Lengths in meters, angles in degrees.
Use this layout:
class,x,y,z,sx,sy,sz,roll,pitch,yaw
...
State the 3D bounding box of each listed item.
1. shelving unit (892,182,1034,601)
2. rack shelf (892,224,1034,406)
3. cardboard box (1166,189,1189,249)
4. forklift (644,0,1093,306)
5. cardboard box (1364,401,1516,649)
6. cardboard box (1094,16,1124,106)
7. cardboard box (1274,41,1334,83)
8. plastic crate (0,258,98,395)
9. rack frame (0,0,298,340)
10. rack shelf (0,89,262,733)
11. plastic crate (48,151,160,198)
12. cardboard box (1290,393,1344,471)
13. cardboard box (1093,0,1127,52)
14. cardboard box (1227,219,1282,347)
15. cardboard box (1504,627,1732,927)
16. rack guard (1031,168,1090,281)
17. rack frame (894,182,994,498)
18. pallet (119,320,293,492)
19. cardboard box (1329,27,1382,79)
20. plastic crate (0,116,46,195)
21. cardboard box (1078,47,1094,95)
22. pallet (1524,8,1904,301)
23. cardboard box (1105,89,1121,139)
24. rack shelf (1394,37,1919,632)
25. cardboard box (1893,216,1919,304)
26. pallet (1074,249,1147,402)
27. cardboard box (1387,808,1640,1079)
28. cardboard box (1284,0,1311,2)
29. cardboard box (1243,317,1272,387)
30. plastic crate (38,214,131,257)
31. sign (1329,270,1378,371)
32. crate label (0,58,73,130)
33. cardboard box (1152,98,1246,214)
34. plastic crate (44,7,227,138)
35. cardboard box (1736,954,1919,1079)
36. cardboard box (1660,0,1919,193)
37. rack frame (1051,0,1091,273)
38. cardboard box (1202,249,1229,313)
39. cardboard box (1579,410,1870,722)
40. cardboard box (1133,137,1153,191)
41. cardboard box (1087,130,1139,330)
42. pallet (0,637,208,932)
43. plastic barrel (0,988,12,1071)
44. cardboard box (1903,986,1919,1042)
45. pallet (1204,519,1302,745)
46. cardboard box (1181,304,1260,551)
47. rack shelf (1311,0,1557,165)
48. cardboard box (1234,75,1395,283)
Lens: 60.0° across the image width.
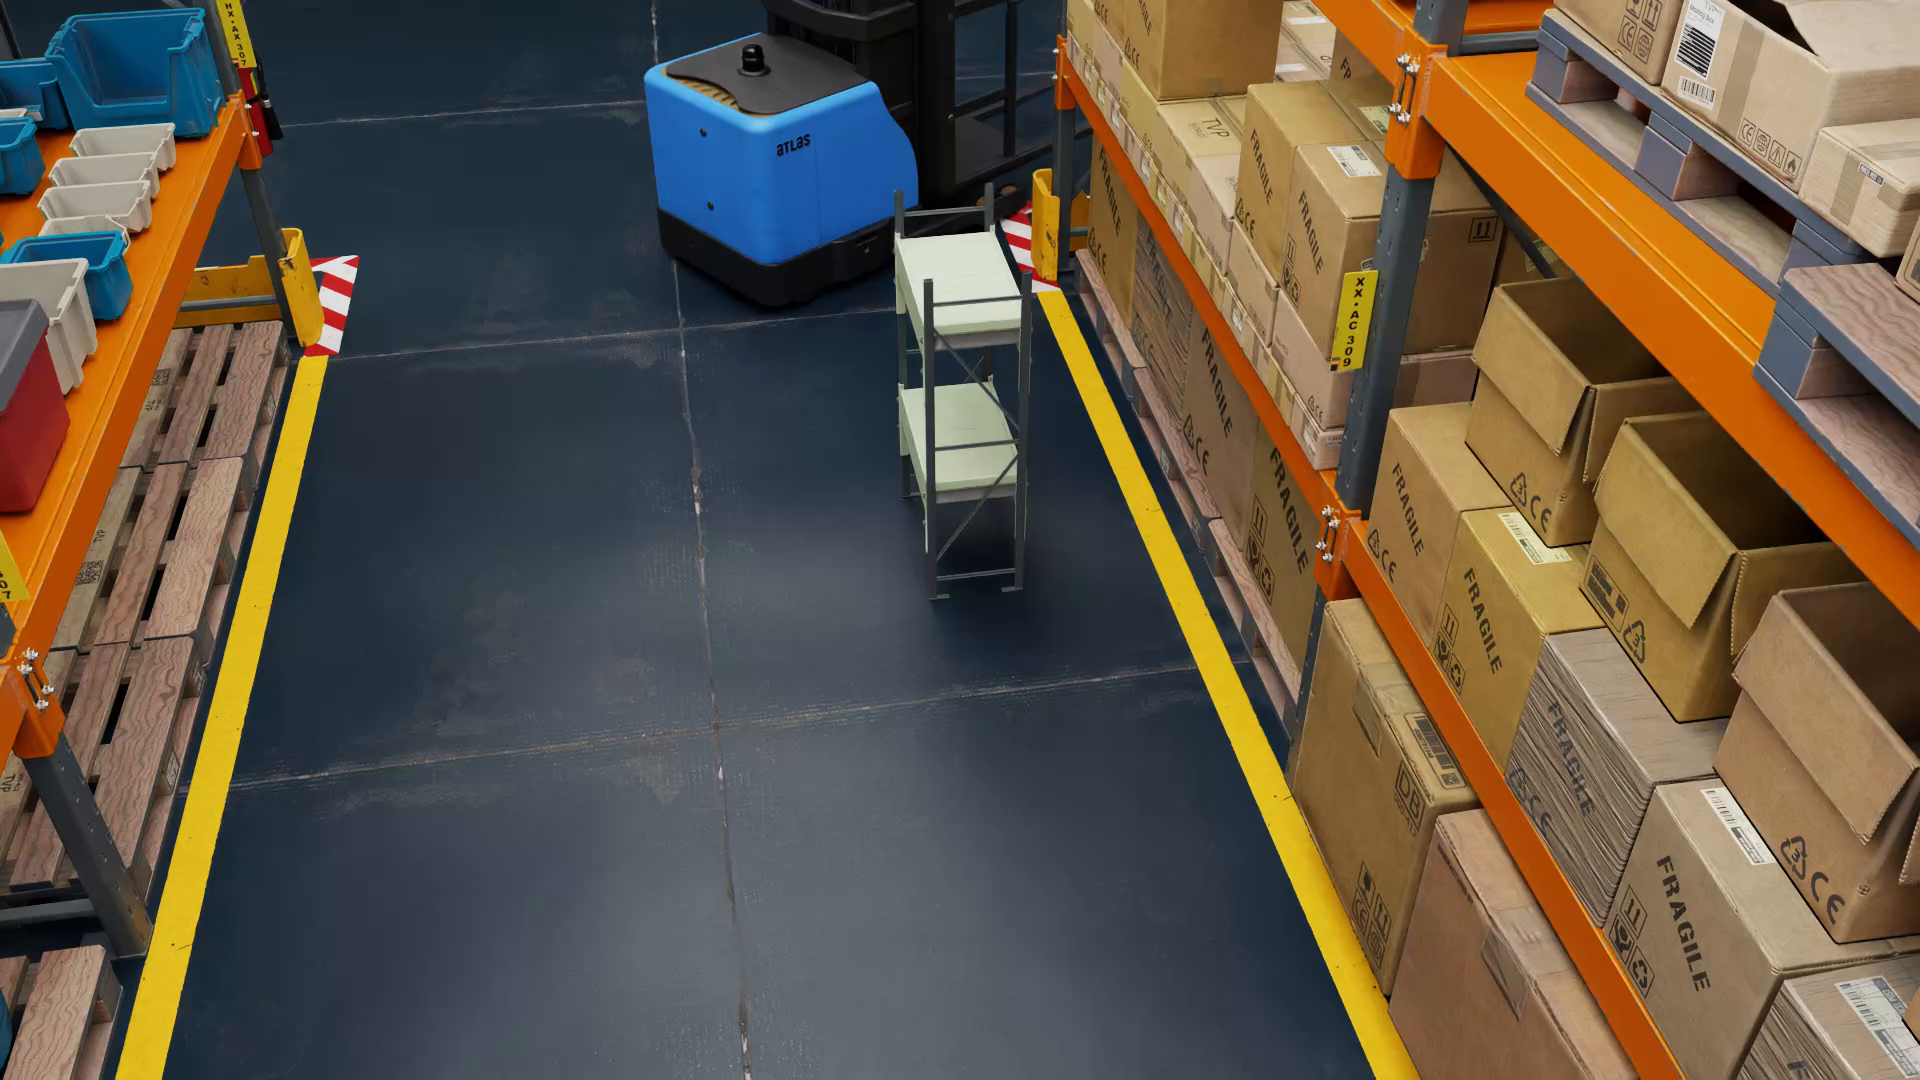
class,x,y,z,sx,sy,sz,roll,pitch,yaw
shelving unit,0.001,-0.588,6.785,0.431,1.500,0.755,-6,38,-8
rack shelf,0.001,-0.896,6.545,0.431,0.370,0.720,-6,38,-8
cardboard box,1.050,-1.305,6.689,0.380,0.149,0.250,-6,38,-7
forklift,-0.253,-3.171,8.943,3.031,2.935,1.130,-30,47,-33
cardboard box,1.530,-0.060,4.801,0.500,0.500,0.500,-6,38,-8
cardboard box,0.910,-2.167,7.474,0.500,0.250,0.500,-7,38,-9
cardboard box,1.518,-1.921,7.158,0.500,0.250,0.500,-7,38,-9
plastic crate,-3.268,-0.711,5.768,0.437,0.282,0.530,-6,38,-8
rack frame,-3.882,-2.208,7.648,1.000,3.000,0.127,-6,38,-8
rack shelf,-3.532,-0.716,6.313,1.077,0.370,4.000,-6,38,-8
plastic crate,-3.525,-1.478,6.874,0.396,0.136,0.243,-6,38,-8
cardboard box,1.319,-0.375,5.492,0.380,0.149,0.250,-6,38,-8
cardboard box,0.900,-2.474,7.259,0.500,0.500,0.500,-7,38,-9
cardboard box,1.266,-0.934,5.887,0.500,0.250,0.500,-5,38,-7
cardboard box,1.706,0.546,4.021,0.500,0.500,0.500,-7,38,-9
rack guard,0.990,-1.768,9.119,1.175,0.500,0.348,-6,38,-8
rack frame,-0.063,-0.809,7.069,0.400,1.500,0.023,-6,38,-8
pallet,-3.776,-0.605,7.857,1.003,0.211,1.213,-6,38,-8
cardboard box,1.688,-1.608,6.144,0.500,0.500,0.500,-7,38,-9
plastic crate,-4.048,-1.584,6.931,0.416,0.233,0.300,-6,38,-8
cardboard box,0.778,-2.237,7.889,0.380,0.149,0.250,-7,38,-9
pallet,1.904,-0.886,3.656,0.805,0.209,1.217,-8,39,-10
cardboard box,0.870,-1.925,7.488,0.380,0.149,0.250,-7,38,-9
rack shelf,2.046,-0.018,2.969,1.077,0.370,4.000,-6,38,-8
cardboard box,2.017,-0.532,2.618,0.797,0.503,0.637,-7,38,-9
pallet,1.211,-1.165,8.578,1.003,0.211,1.213,-6,38,-8
cardboard box,1.984,1.272,4.557,1.225,0.875,0.875,-7,38,-10
cardboard box,1.340,-2.535,7.948,0.500,0.250,0.500,-7,38,-9
cardboard box,1.229,-0.685,5.892,0.380,0.149,0.250,-7,38,-9
plastic crate,-3.382,-1.136,6.433,0.298,0.136,0.250,-6,38,-8
sign,1.149,-0.638,4.856,0.100,0.325,0.005,-6,38,-8
crate label,-4.163,-1.981,7.443,0.416,0.233,0.303,-6,38,-8
cardboard box,1.091,-1.549,6.678,0.500,0.250,0.500,-7,38,-9
plastic crate,-3.640,-2.064,7.384,0.616,0.435,0.499,-6,38,-8
cardboard box,1.890,1.165,3.224,0.500,0.500,0.500,-7,38,-9
cardboard box,1.799,-0.968,3.336,0.500,0.311,0.500,-7,38,-10
rack frame,0.994,-2.741,8.333,1.000,3.000,0.127,-6,38,-8
cardboard box,1.138,-0.996,6.292,0.380,0.149,0.250,-6,38,-7
cardboard box,1.924,0.040,3.854,0.797,0.503,0.637,-6,38,-7
cardboard box,0.959,-1.616,7.089,0.380,0.149,0.250,-7,38,-8
cardboard box,1.185,-1.690,8.370,0.875,0.875,0.875,-6,38,-8
pallet,-3.348,0.869,5.960,1.003,0.211,1.213,-6,38,-8
plastic barrel,-3.103,1.201,4.627,0.600,0.901,0.708,-6,38,-8
cardboard box,2.173,0.818,2.853,0.797,0.503,0.637,-5,38,-7
pallet,1.639,0.308,6.681,1.003,0.211,1.213,-6,38,-8
cardboard box,1.500,-0.603,6.970,0.875,0.875,0.875,-6,38,-8
rack shelf,1.344,-2.434,6.079,1.077,0.370,4.000,-6,38,-8
cardboard box,1.267,-1.231,5.659,0.500,0.500,0.500,-6,38,-7
